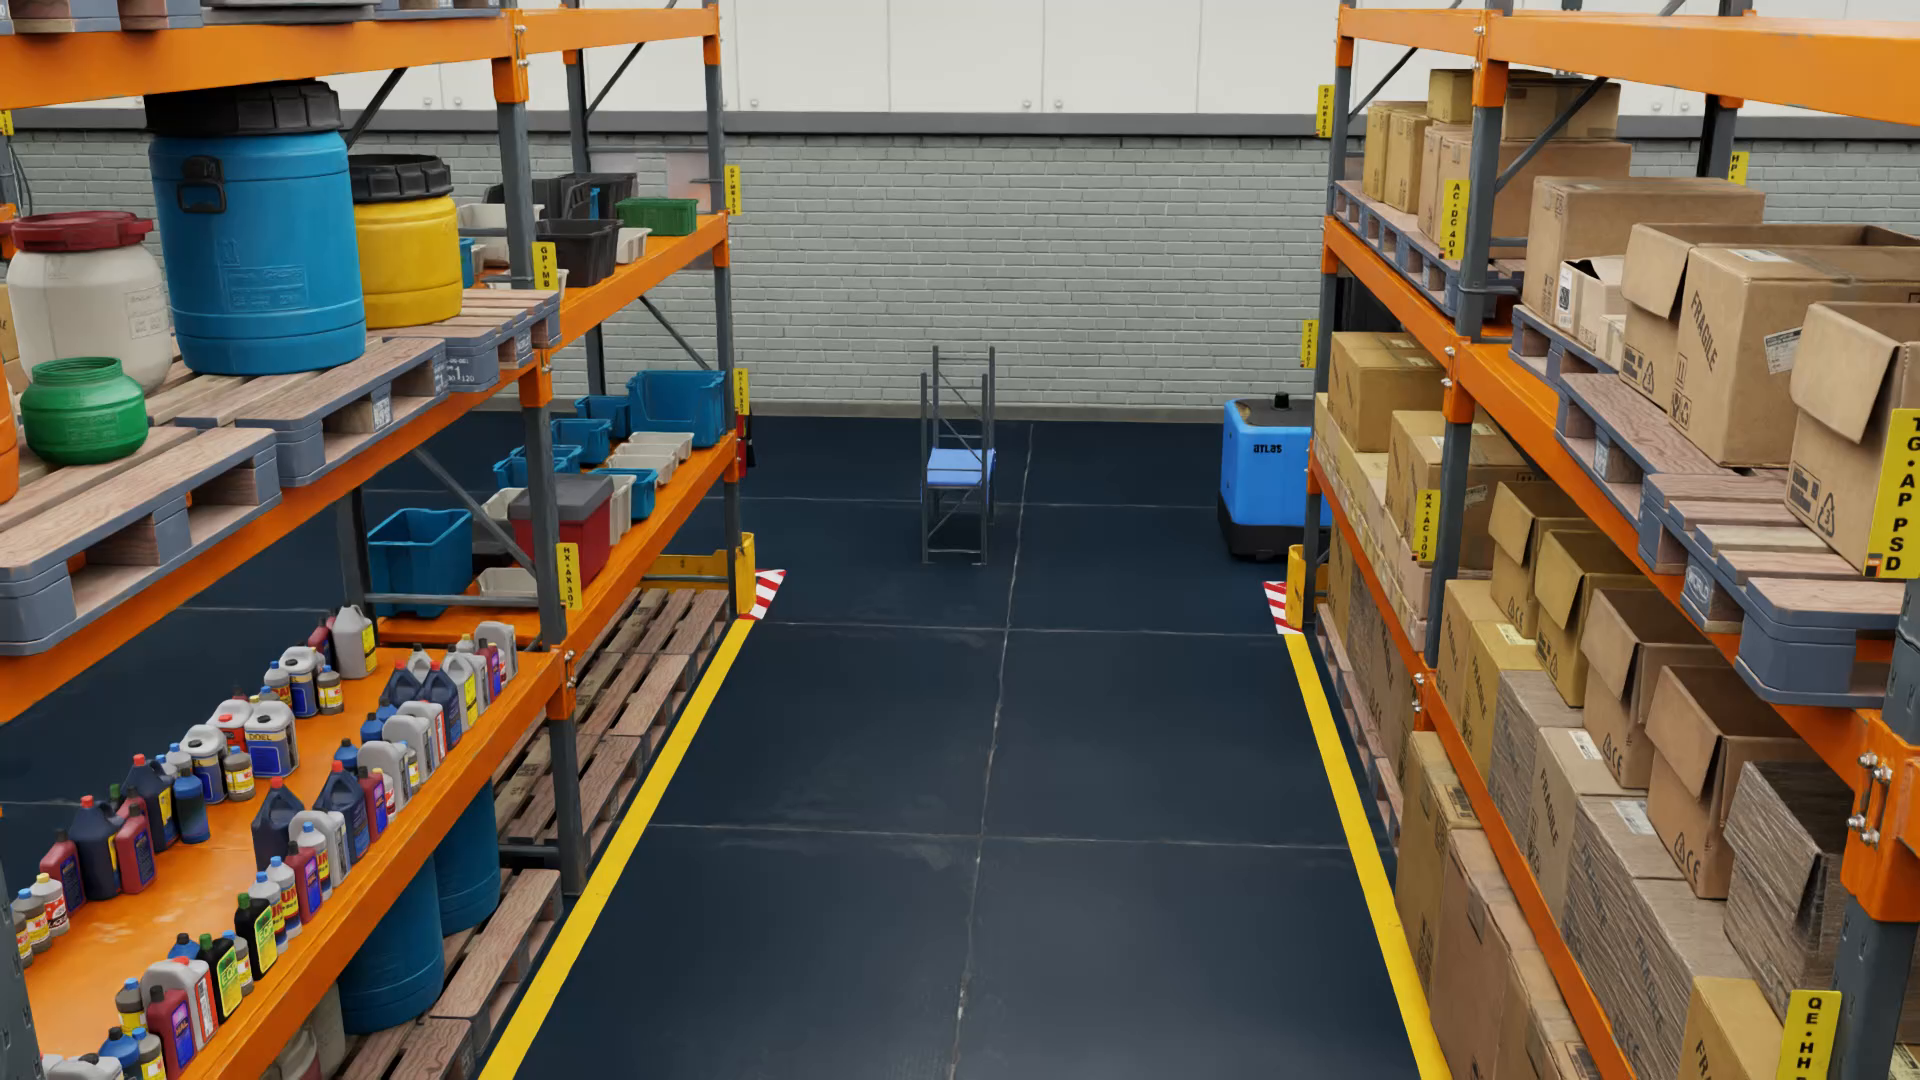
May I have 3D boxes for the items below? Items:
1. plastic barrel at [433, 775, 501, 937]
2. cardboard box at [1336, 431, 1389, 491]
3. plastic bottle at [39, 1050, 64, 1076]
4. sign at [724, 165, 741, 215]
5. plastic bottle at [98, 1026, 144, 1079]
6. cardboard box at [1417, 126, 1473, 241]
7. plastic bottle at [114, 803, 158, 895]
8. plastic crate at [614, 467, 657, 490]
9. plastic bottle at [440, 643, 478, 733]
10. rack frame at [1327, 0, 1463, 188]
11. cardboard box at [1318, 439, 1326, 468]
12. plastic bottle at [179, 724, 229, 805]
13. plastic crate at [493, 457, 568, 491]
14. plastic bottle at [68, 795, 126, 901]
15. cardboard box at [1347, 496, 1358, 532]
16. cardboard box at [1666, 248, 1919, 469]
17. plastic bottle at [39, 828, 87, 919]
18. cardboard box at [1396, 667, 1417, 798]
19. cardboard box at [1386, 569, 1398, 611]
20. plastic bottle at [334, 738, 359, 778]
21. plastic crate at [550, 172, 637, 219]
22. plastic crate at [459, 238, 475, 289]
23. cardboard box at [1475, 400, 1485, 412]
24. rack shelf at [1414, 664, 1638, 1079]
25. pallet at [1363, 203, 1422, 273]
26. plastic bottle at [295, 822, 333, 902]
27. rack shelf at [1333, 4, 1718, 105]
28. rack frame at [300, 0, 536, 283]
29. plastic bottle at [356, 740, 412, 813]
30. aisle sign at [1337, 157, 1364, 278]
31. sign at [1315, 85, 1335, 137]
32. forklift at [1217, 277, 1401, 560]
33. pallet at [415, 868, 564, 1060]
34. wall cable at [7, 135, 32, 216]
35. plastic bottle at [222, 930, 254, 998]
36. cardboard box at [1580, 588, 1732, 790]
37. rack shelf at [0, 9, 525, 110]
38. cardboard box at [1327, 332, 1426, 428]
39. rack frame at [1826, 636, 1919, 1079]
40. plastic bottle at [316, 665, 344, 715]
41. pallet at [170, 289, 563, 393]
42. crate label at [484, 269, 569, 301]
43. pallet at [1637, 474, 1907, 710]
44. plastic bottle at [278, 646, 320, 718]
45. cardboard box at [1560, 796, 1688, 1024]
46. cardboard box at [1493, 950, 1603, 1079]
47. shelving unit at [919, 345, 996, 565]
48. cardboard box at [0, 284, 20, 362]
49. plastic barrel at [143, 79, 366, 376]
[{"bbox_3d":[-2.401,1.253,7.476,0.600,0.901,0.708,1,18,4],"label":"plastic barrel"},{"bbox_3d":[2.508,-0.454,9.755,0.500,0.250,0.500,1,18,2],"label":"cardboard box"},{"bbox_3d":[-2.430,1.458,4.356,0.152,0.276,0.135,1,18,4],"label":"plastic bottle"},{"bbox_3d":[-1.508,-2.324,11.048,0.100,0.325,0.005,1,18,4],"label":"sign"},{"bbox_3d":[-2.243,1.428,4.454,0.097,0.271,0.097,0,18,0],"label":"plastic bottle"},{"bbox_3d":[2.634,-1.734,8.084,0.700,0.500,0.500,2,18,7],"label":"cardboard box"},{"bbox_3d":[-2.789,1.041,5.618,0.061,0.283,0.133,1,18,4],"label":"plastic bottle"},{"bbox_3d":[-1.970,-0.332,9.946,0.298,0.136,0.250,1,18,4],"label":"plastic crate"},{"bbox_3d":[-2.085,0.603,6.844,0.144,0.351,0.185,1,18,4],"label":"plastic bottle"},{"bbox_3d":[2.882,-3.695,10.249,1.000,3.000,0.127,1,18,4],"label":"rack frame"},{"bbox_3d":[2.510,-0.543,10.665,0.380,0.149,0.250,1,18,3],"label":"cardboard box"},{"bbox_3d":[-2.841,0.841,6.239,0.152,0.276,0.135,1,18,4],"label":"plastic bottle"},{"bbox_3d":[-2.520,-0.333,9.794,0.416,0.233,0.300,1,18,4],"label":"plastic crate"},{"bbox_3d":[-2.893,1.014,5.590,0.144,0.351,0.185,1,18,4],"label":"plastic bottle"},{"bbox_3d":[2.418,-0.145,9.451,0.380,0.149,0.250,1,18,3],"label":"cardboard box"},{"bbox_3d":[2.254,-0.494,4.460,0.500,0.500,0.500,2,18,7],"label":"cardboard box"},{"bbox_3d":[-2.946,1.095,5.452,0.061,0.283,0.133,1,18,4],"label":"plastic bottle"},{"bbox_3d":[2.722,1.005,8.278,0.875,0.875,0.875,1,18,4],"label":"cardboard box"},{"bbox_3d":[2.327,0.255,8.230,0.380,0.149,0.250,1,18,3],"label":"cardboard box"},{"bbox_3d":[-2.265,0.865,6.173,0.097,0.271,0.097,0,18,0],"label":"plastic bottle"},{"bbox_3d":[-2.364,-2.205,10.728,0.497,0.269,0.590,1,18,4],"label":"plastic crate"},{"bbox_3d":[-2.598,-1.349,8.173,0.416,0.233,0.300,1,18,4],"label":"plastic crate"},{"bbox_3d":[2.960,-0.486,8.649,0.500,0.500,0.500,1,18,2],"label":"cardboard box"},{"bbox_3d":[2.452,1.361,5.608,1.077,0.370,4.000,1,18,4],"label":"rack shelf"},{"bbox_3d":[2.754,-1.617,8.867,1.003,0.211,1.213,1,18,4],"label":"pallet"},{"bbox_3d":[-2.160,1.069,5.549,0.097,0.271,0.097,0,18,0],"label":"plastic bottle"},{"bbox_3d":[2.739,-2.542,8.528,1.077,0.370,4.000,1,18,4],"label":"rack shelf"},{"bbox_3d":[-2.345,-2.564,6.795,1.000,3.000,0.127,1,18,4],"label":"rack frame"},{"bbox_3d":[-2.140,0.860,6.182,0.152,0.276,0.135,1,18,4],"label":"plastic bottle"},{"bbox_3d":[2.588,-2.109,10.867,0.394,0.787,0.004,1,18,4],"label":"aisle sign"},{"bbox_3d":[2.329,-2.737,10.611,0.100,0.325,0.005,1,18,4],"label":"sign"},{"bbox_3d":[3.629,-1.359,12.863,3.031,2.935,1.130,1,18,2],"label":"forklift"},{"bbox_3d":[-2.442,1.851,7.435,1.003,0.211,1.213,1,18,4],"label":"pallet"},{"bbox_3d":[-11.178,-4.300,17.082,3.097,2.526,0.112,1,18,4],"label":"wall cable"},{"bbox_3d":[-2.200,1.276,5.030,0.097,0.201,0.097,0,18,0],"label":"plastic bottle"},{"bbox_3d":[2.468,0.478,5.374,0.797,0.503,0.637,2,18,6],"label":"cardboard box"},{"bbox_3d":[-2.488,-1.411,5.074,1.077,0.370,4.000,1,18,4],"label":"rack shelf"},{"bbox_3d":[2.542,-0.973,10.133,0.500,0.500,0.500,1,18,3],"label":"cardboard box"},{"bbox_3d":[2.308,1.640,3.601,1.000,3.000,0.127,1,18,4],"label":"rack frame"},{"bbox_3d":[-2.659,0.627,7.010,0.097,0.201,0.097,0,18,0],"label":"plastic bottle"},{"bbox_3d":[-2.304,-0.803,6.542,1.213,0.211,1.003,1,18,4],"label":"pallet"},{"bbox_3d":[-2.022,-1.159,7.748,0.293,0.136,0.466,1,18,4],"label":"crate label"},{"bbox_3d":[2.302,0.103,3.777,1.213,0.211,1.003,2,18,6],"label":"pallet"},{"bbox_3d":[-2.785,0.595,6.989,0.152,0.276,0.135,1,18,4],"label":"plastic bottle"},{"bbox_3d":[2.172,1.118,5.034,0.500,0.500,0.500,1,18,2],"label":"cardboard box"},{"bbox_3d":[2.450,1.960,5.363,1.225,0.875,0.875,1,18,4],"label":"cardboard box"},{"bbox_3d":[-0.006,-0.686,13.109,0.538,1.500,1.048,1,18,4],"label":"shelving unit"},{"bbox_3d":[-6.756,-1.445,11.250,0.500,0.500,0.500,1,18,3],"label":"cardboard box"},{"bbox_3d":[-2.315,-1.043,5.491,0.600,0.901,0.708,1,18,4],"label":"plastic barrel"}]
